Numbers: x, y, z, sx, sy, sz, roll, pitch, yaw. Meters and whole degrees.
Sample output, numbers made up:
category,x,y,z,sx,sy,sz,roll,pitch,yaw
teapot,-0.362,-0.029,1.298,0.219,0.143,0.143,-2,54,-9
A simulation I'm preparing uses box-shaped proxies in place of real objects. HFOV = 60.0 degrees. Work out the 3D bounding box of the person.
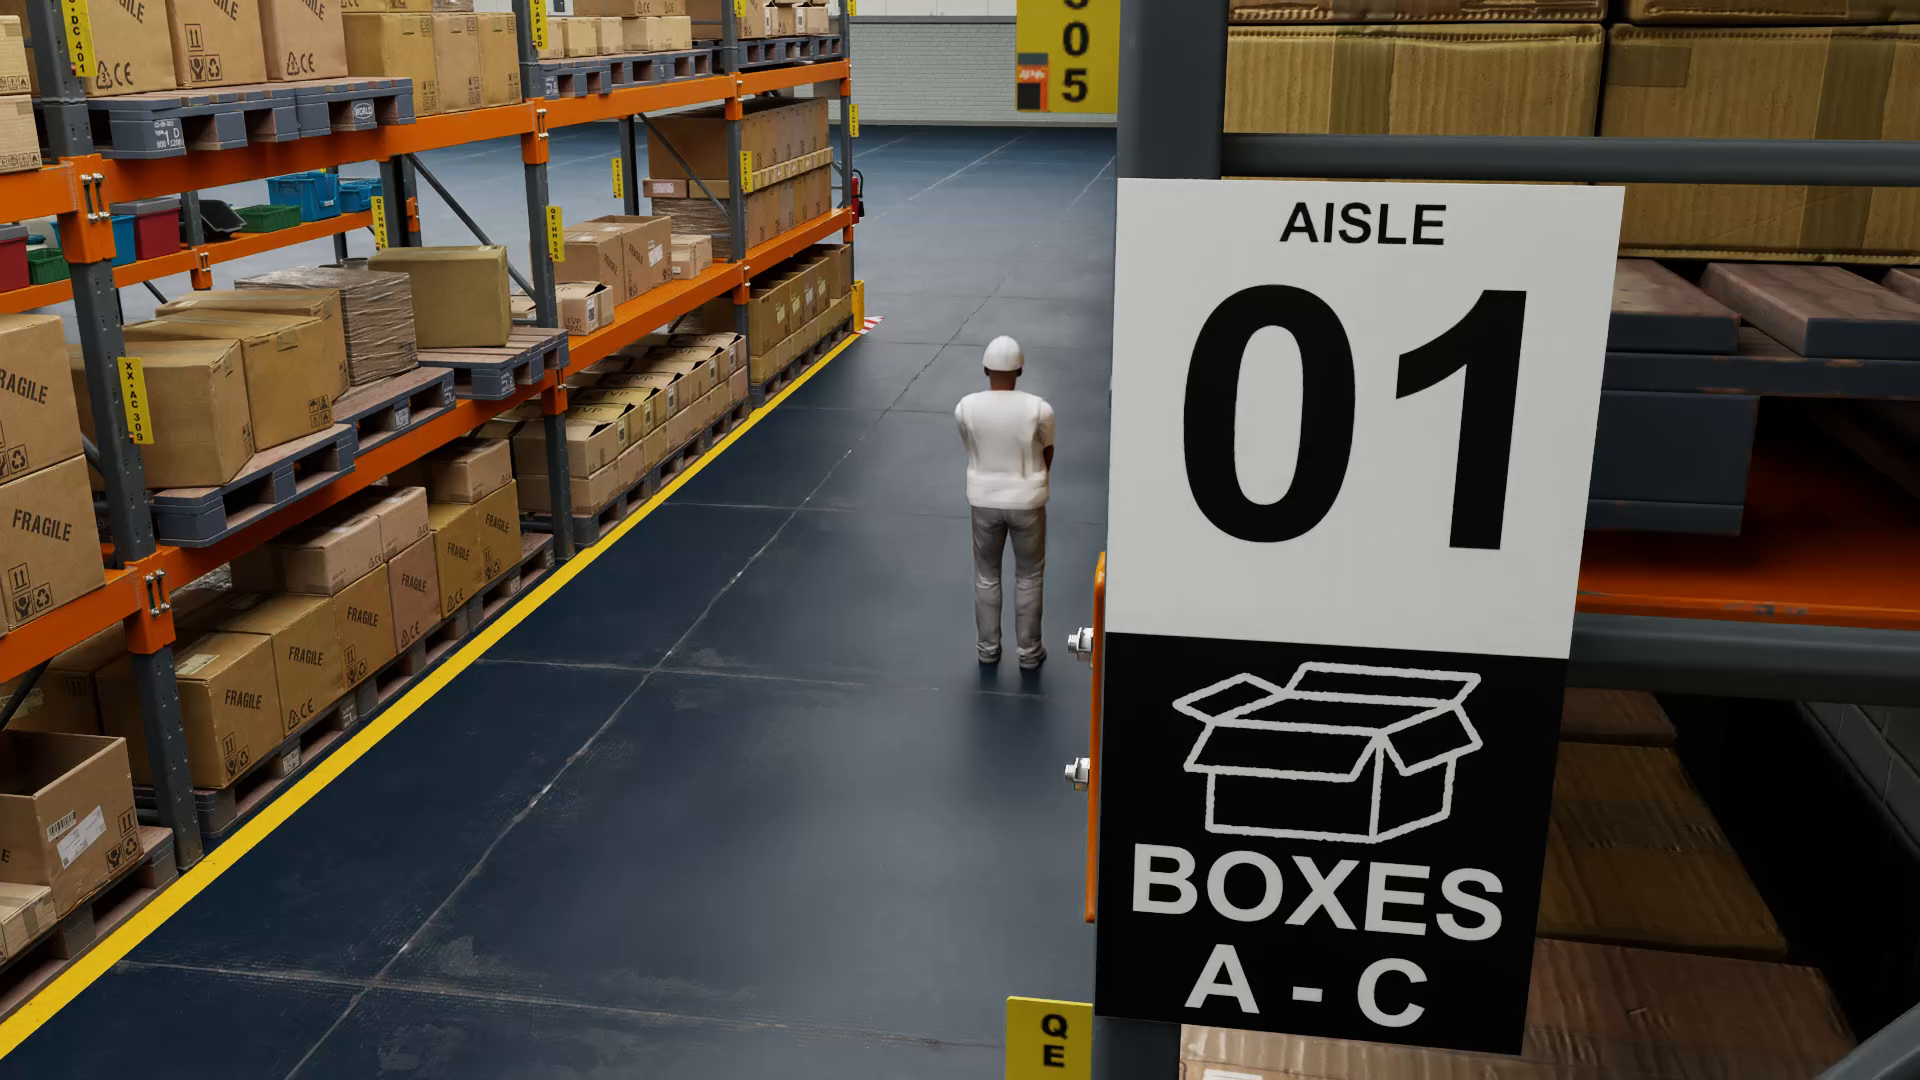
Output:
category,x,y,z,sx,sy,sz,roll,pitch,yaw
person,0.252,-0.220,8.705,0.504,1.762,0.566,3,18,10
